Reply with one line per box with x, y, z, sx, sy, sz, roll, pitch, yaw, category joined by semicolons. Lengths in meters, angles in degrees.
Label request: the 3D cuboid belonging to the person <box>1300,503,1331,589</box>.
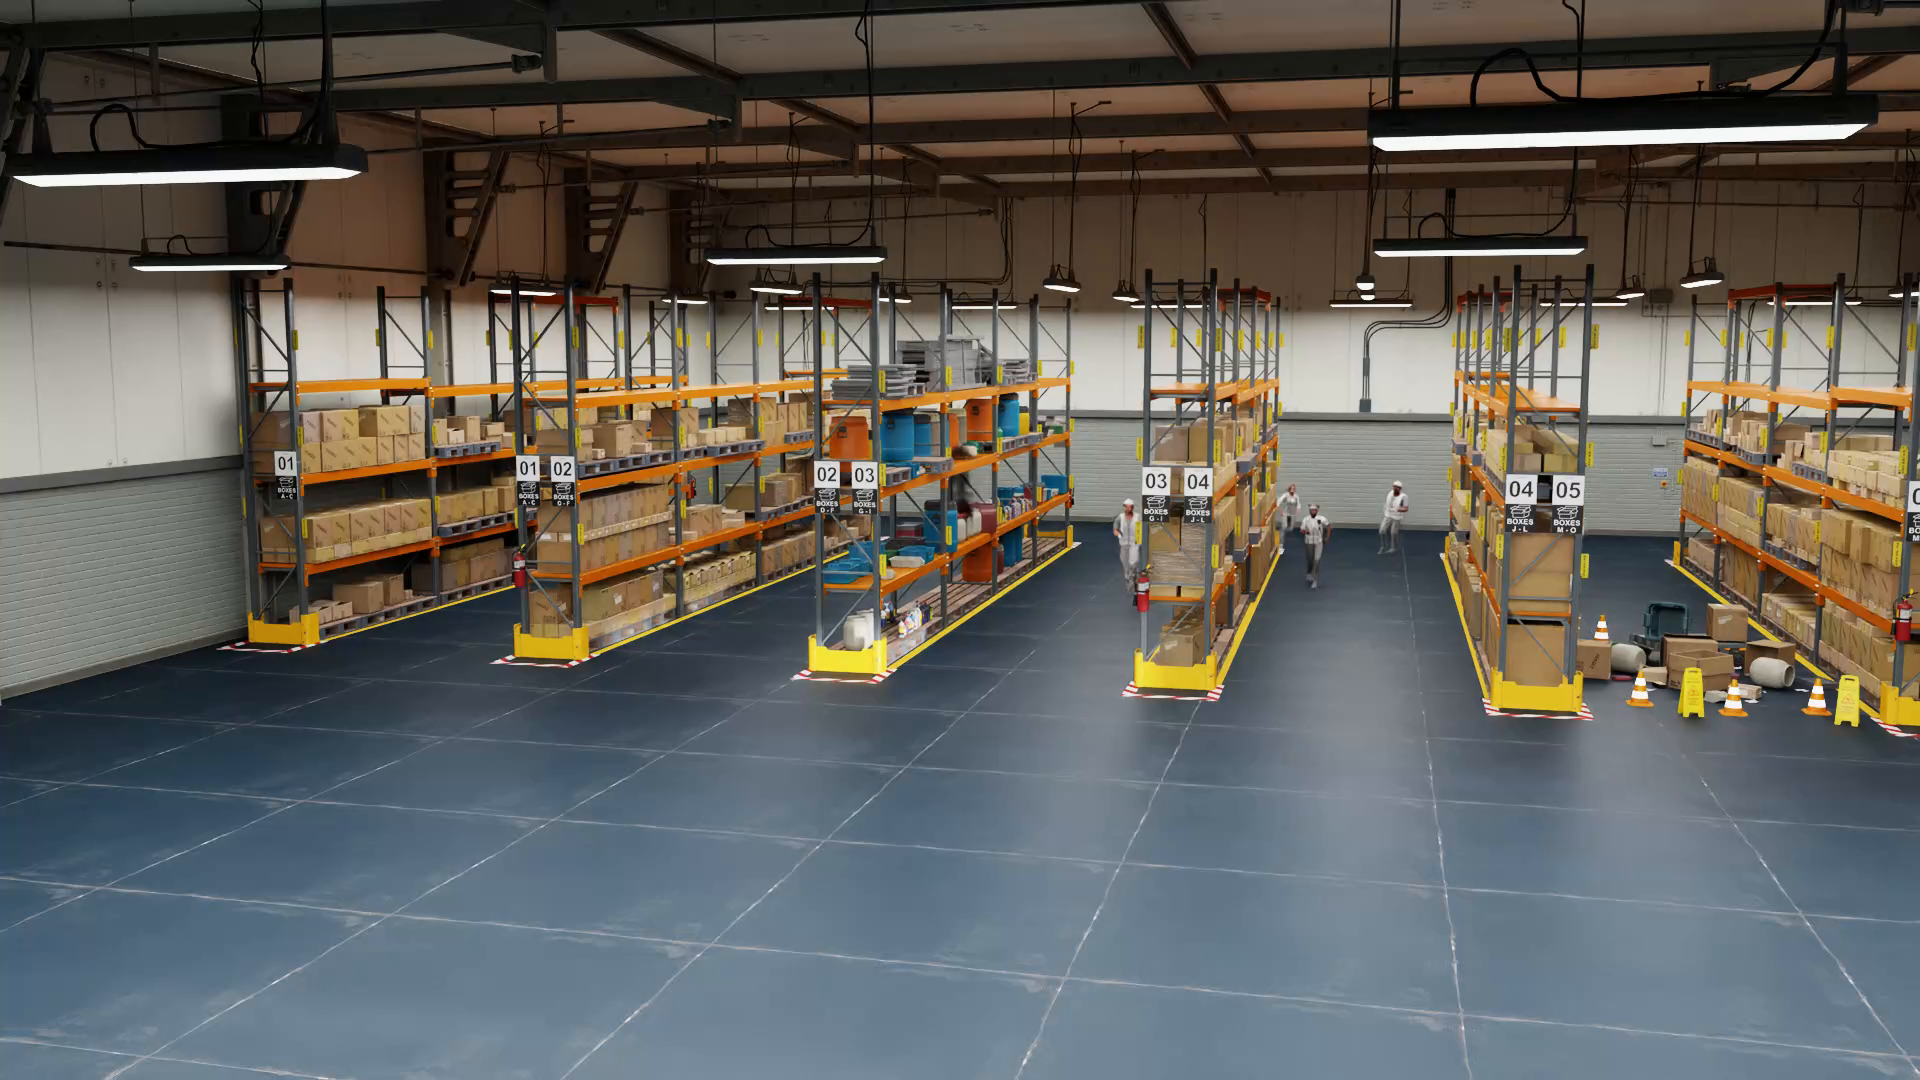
7.258;0.094;34.005;0.592;1.740;0.897;2;7;20;person

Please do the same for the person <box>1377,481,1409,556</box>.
10.124;-0.497;38.697;0.727;1.783;0.676;6;9;43;person

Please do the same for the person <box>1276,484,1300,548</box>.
7.999;-0.603;40.544;0.598;1.535;0.666;-1;7;-9;person

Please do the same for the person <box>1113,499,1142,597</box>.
3.163;0.144;30.884;0.654;1.821;0.759;2;7;15;person

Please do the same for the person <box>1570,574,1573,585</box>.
12.295;0.140;33.846;0.702;1.655;1.061;1;7;11;person
